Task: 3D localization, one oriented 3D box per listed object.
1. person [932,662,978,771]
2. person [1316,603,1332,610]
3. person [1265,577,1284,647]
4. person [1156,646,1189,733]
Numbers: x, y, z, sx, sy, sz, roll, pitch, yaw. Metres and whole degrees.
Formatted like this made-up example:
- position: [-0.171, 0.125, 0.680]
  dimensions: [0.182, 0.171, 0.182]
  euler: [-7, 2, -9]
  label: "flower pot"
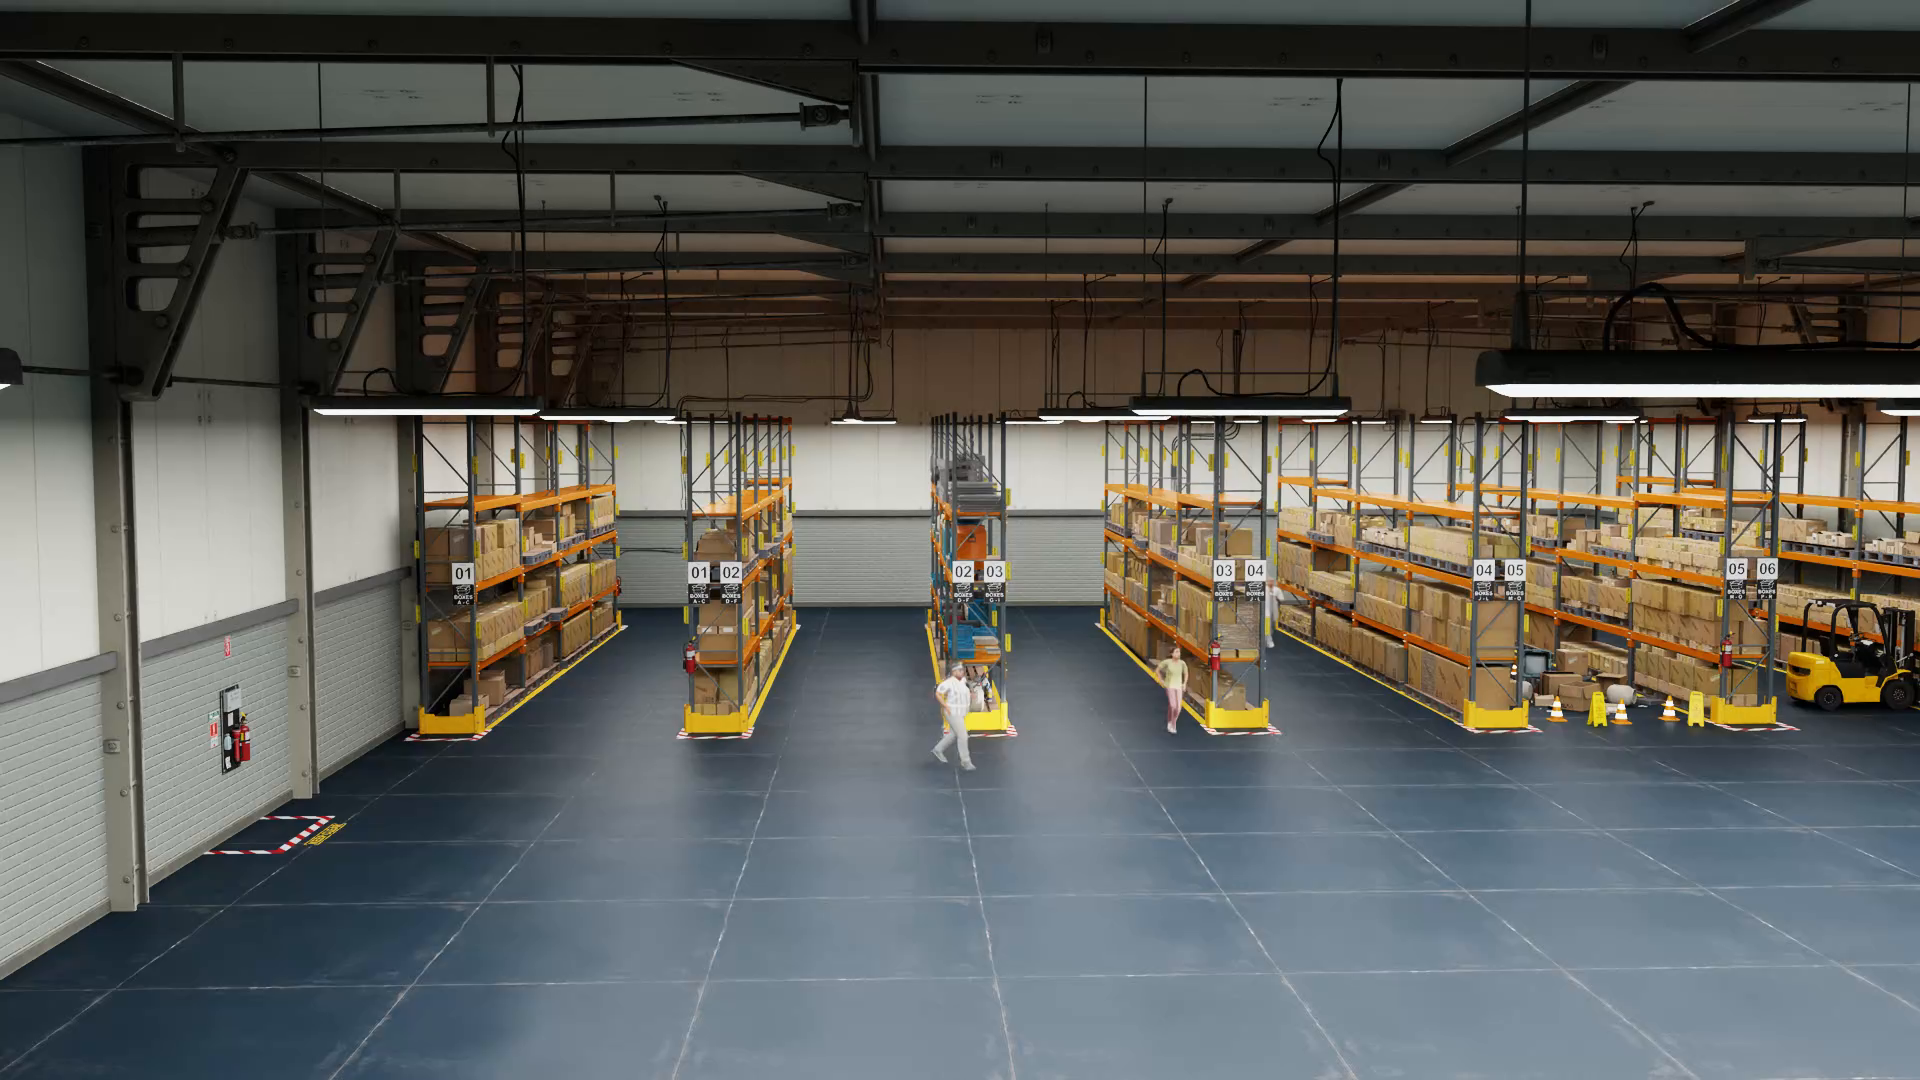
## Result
- position: [-0.068, 2.935, 27.970]
  dimensions: [0.910, 1.814, 0.640]
  euler: [2, 4, 28]
  label: "person"
- position: [10.828, 1.576, 49.106]
  dimensions: [0.775, 1.712, 0.577]
  euler: [0, 4, 1]
  label: "person"
- position: [8.093, 1.856, 43.352]
  dimensions: [0.696, 1.779, 1.038]
  euler: [0, 4, -5]
  label: "person"
- position: [3.994, 2.791, 30.994]
  dimensions: [0.600, 1.636, 0.576]
  euler: [-1, 4, -12]
  label: "person"
